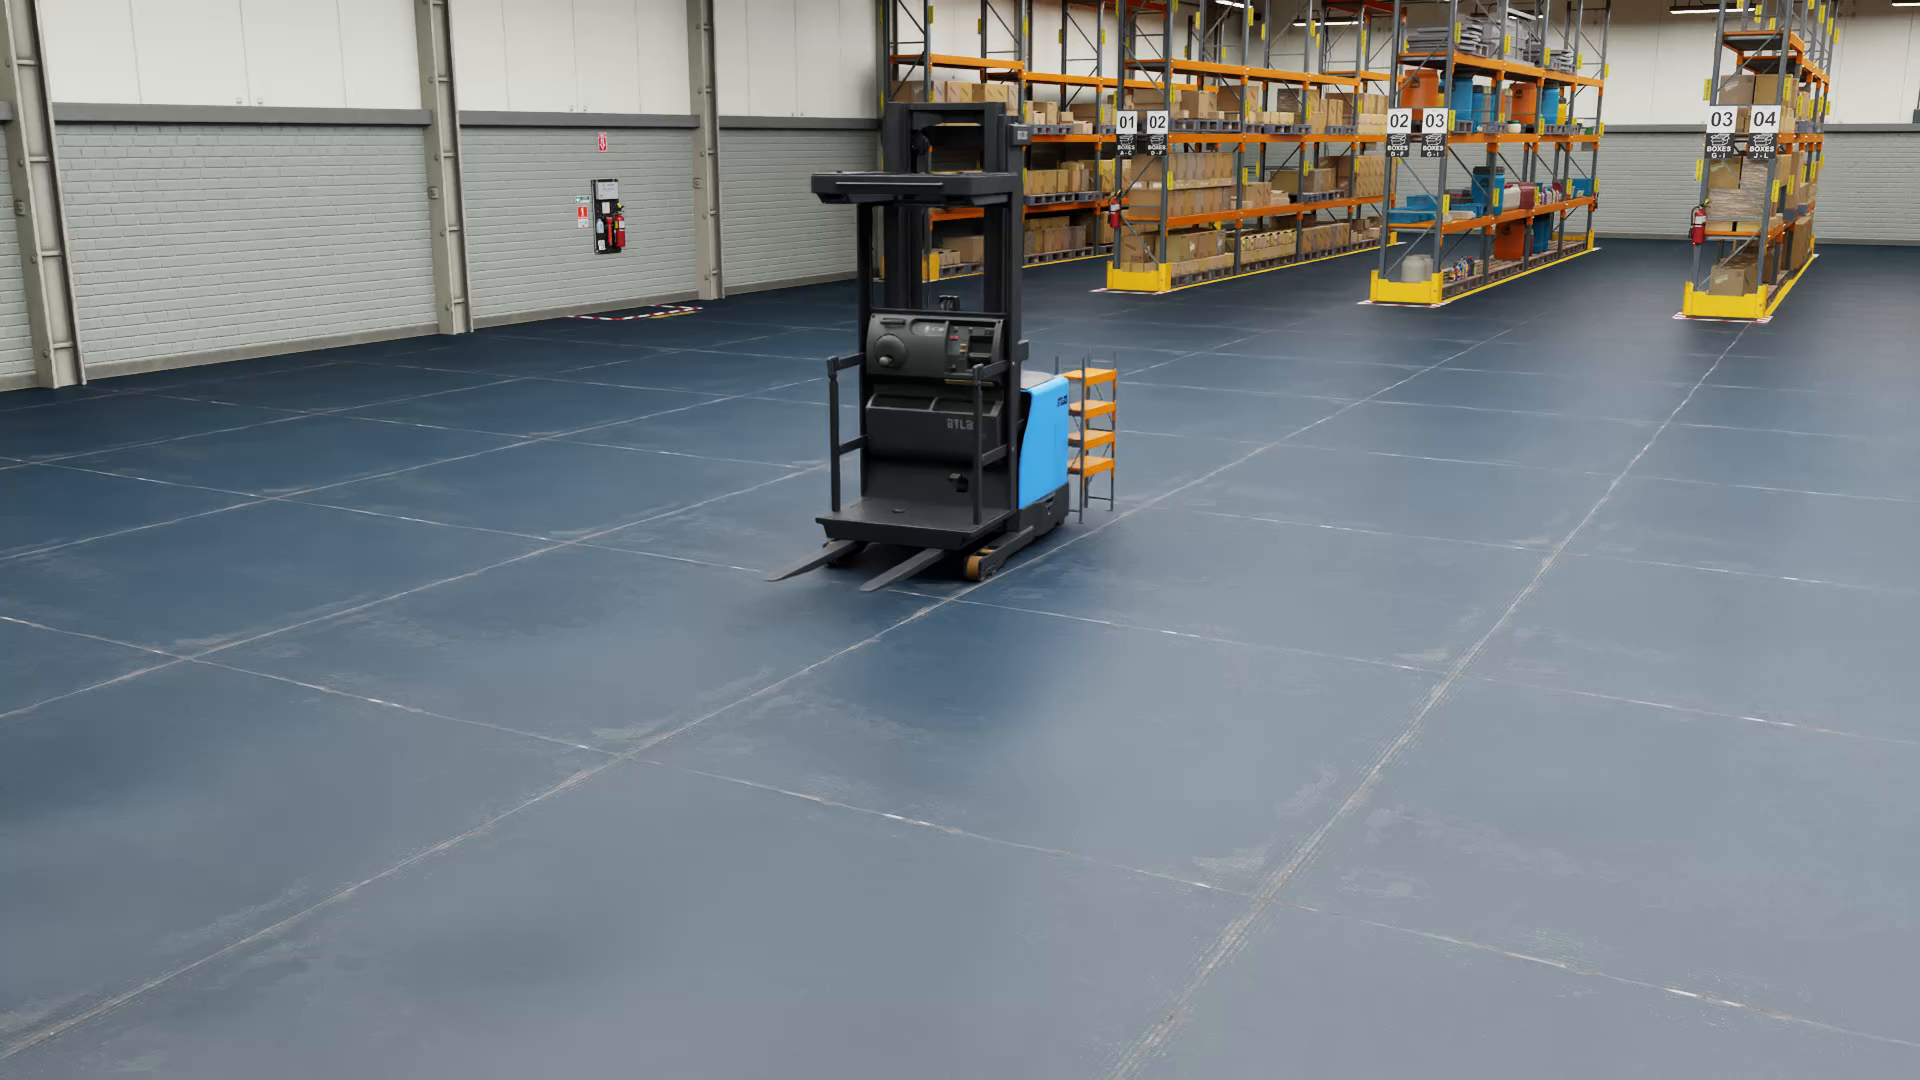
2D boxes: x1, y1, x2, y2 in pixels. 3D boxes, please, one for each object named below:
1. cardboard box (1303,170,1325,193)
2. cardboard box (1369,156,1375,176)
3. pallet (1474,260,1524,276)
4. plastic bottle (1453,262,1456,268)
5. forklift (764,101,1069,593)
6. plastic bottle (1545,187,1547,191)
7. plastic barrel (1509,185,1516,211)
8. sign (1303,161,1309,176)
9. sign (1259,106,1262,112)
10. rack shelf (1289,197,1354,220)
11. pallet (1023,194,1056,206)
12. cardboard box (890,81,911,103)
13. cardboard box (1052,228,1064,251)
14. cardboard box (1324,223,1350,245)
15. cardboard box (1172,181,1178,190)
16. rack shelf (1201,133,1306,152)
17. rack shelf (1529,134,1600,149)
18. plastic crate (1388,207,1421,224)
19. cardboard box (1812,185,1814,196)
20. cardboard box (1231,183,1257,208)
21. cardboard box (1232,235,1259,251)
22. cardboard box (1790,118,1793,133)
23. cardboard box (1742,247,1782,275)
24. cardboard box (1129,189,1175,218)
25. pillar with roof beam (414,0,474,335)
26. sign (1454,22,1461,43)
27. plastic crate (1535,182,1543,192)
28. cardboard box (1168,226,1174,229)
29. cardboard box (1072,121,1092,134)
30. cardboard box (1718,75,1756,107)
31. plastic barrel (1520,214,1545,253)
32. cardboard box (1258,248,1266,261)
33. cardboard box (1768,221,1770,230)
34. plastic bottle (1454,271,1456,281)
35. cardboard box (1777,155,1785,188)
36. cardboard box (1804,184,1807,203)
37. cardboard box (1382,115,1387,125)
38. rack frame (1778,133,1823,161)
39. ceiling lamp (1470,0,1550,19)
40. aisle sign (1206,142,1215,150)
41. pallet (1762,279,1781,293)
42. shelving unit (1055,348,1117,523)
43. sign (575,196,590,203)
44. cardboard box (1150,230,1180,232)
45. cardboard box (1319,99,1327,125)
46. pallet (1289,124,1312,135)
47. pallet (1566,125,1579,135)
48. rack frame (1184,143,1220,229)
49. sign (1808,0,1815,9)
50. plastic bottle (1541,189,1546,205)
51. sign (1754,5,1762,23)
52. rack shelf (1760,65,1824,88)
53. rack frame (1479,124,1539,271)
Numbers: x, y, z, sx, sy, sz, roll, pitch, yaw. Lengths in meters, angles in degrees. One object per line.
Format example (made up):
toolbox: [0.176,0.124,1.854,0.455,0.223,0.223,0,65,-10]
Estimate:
cardboard box: [7.995,-8.301,38.457,0.700,0.500,0.500,11,17,38]
cardboard box: [10.086,-9.372,41.661,0.500,0.500,0.500,7,15,26]
pallet: [11.106,-5.668,34.595,1.003,0.211,1.213,7,15,28]
plastic bottle: [9.098,-4.960,30.563,0.061,0.283,0.133,7,15,28]
forklift: [-0.247,-1.275,10.568,1.130,2.935,3.031,6,15,22]
plastic bottle: [13.164,-7.766,37.451,0.144,0.351,0.185,7,15,28]
plastic barrel: [11.001,-6.911,33.562,0.421,0.512,0.421,0,14,0]
sign: [7.668,-8.241,36.846,0.100,0.325,0.005,7,15,28]
sign: [6.706,-9.512,37.085,0.100,0.325,0.005,7,15,28]
rack shelf: [8.147,-7.801,39.026,1.077,0.370,4.000,7,15,28]
pallet: [1.405,-7.527,36.765,1.003,0.211,1.213,7,15,28]
cardboard box: [-1.046,-8.780,32.764,0.500,0.500,0.500,8,16,31]
cardboard box: [1.974,-6.948,38.349,0.700,0.500,0.500,7,15,28]
cardboard box: [9.126,-7.426,40.331,0.500,0.500,0.500,7,15,28]
cardboard box: [3.817,-6.574,30.803,0.380,0.149,0.250,7,15,27]
rack shelf: [6.214,-8.439,35.271,1.077,0.370,4.000,7,15,28]
rack shelf: [14.415,-9.518,39.748,1.077,0.370,4.000,7,15,28]
plastic crate: [7.627,-5.601,28.685,0.499,0.251,0.616,7,15,28]
cardboard box: [18.976,-7.885,37.525,0.500,0.250,0.500,7,15,28]
cardboard box: [5.887,-7.232,34.919,0.500,0.500,0.500,9,16,32]
cardboard box: [5.911,-6.218,34.702,0.500,0.311,0.500,7,15,27]
cardboard box: [13.663,-6.953,27.893,0.500,0.250,0.500,8,16,29]
cardboard box: [15.019,-5.244,31.279,0.700,0.500,0.500,9,16,33]
cardboard box: [3.550,-6.242,30.812,0.700,0.500,0.500,7,15,28]
pillar with roof beam: [-3.477,-6.868,20.821,9.100,9.000,0.400,7,15,28]
sign: [8.127,-8.289,27.160,0.100,0.325,0.005,7,15,28]
plastic crate: [13.376,-8.155,38.866,0.392,0.384,0.575,7,15,28]
cardboard box: [5.227,-8.252,43.801,0.700,0.500,0.500,8,16,29]
cardboard box: [2.730,-9.547,38.482,0.500,0.311,0.500,7,15,28]
cardboard box: [12.511,-7.217,26.755,0.500,0.500,0.500,7,15,28]
plastic barrel: [12.828,-6.928,37.452,0.600,0.901,0.708,7,15,28]
cardboard box: [6.155,-6.053,35.212,0.500,0.250,0.500,7,15,26]
cardboard box: [12.601,-4.984,26.343,0.380,0.149,0.250,7,15,28]
plastic bottle: [8.847,-4.749,29.862,0.097,0.201,0.097,0,14,0]
cardboard box: [12.976,-5.942,26.798,0.500,0.500,0.500,7,15,28]
cardboard box: [17.305,-7.151,34.582,0.500,0.500,0.500,7,15,27]
cardboard box: [10.536,-10.671,42.249,0.500,0.250,0.500,7,15,28]
rack frame: [19.718,-8.259,39.389,1.000,3.000,0.127,7,15,28]
ceiling lamp: [14.534,-15.402,43.766,2.000,3.185,0.800,7,15,28]
aisle sign: [7.007,-11.187,45.989,0.394,0.787,0.004,7,15,28]
pallet: [14.292,-4.601,30.167,1.003,0.211,1.213,7,15,28]
shelving unit: [0.915,-0.768,12.157,0.258,1.200,0.503,8,16,31]
sign: [-5.920,-5.341,26.079,0.001,0.109,0.331,7,15,28]
cardboard box: [4.025,-5.784,32.496,0.500,0.500,0.500,7,15,28]
cardboard box: [8.164,-9.952,38.689,0.600,0.600,0.600,7,15,26]
pallet: [6.931,-8.957,36.291,1.213,0.211,1.003,8,16,31]
pallet: [13.155,-9.194,37.271,1.213,0.211,1.003,7,15,28]
rack frame: [6.710,-9.942,46.373,1.000,3.000,0.127,7,15,28]
sign: [14.383,-9.140,28.085,0.100,0.325,0.005,7,15,28]
plastic bottle: [12.758,-7.523,36.445,0.144,0.351,0.185,7,15,28]
sign: [15.363,-10.127,32.008,0.100,0.325,0.005,7,15,28]
rack shelf: [16.817,-9.400,33.711,1.077,0.370,4.000,7,15,28]
rack frame: [11.515,-7.178,34.909,1.000,3.000,0.127,7,15,28]
